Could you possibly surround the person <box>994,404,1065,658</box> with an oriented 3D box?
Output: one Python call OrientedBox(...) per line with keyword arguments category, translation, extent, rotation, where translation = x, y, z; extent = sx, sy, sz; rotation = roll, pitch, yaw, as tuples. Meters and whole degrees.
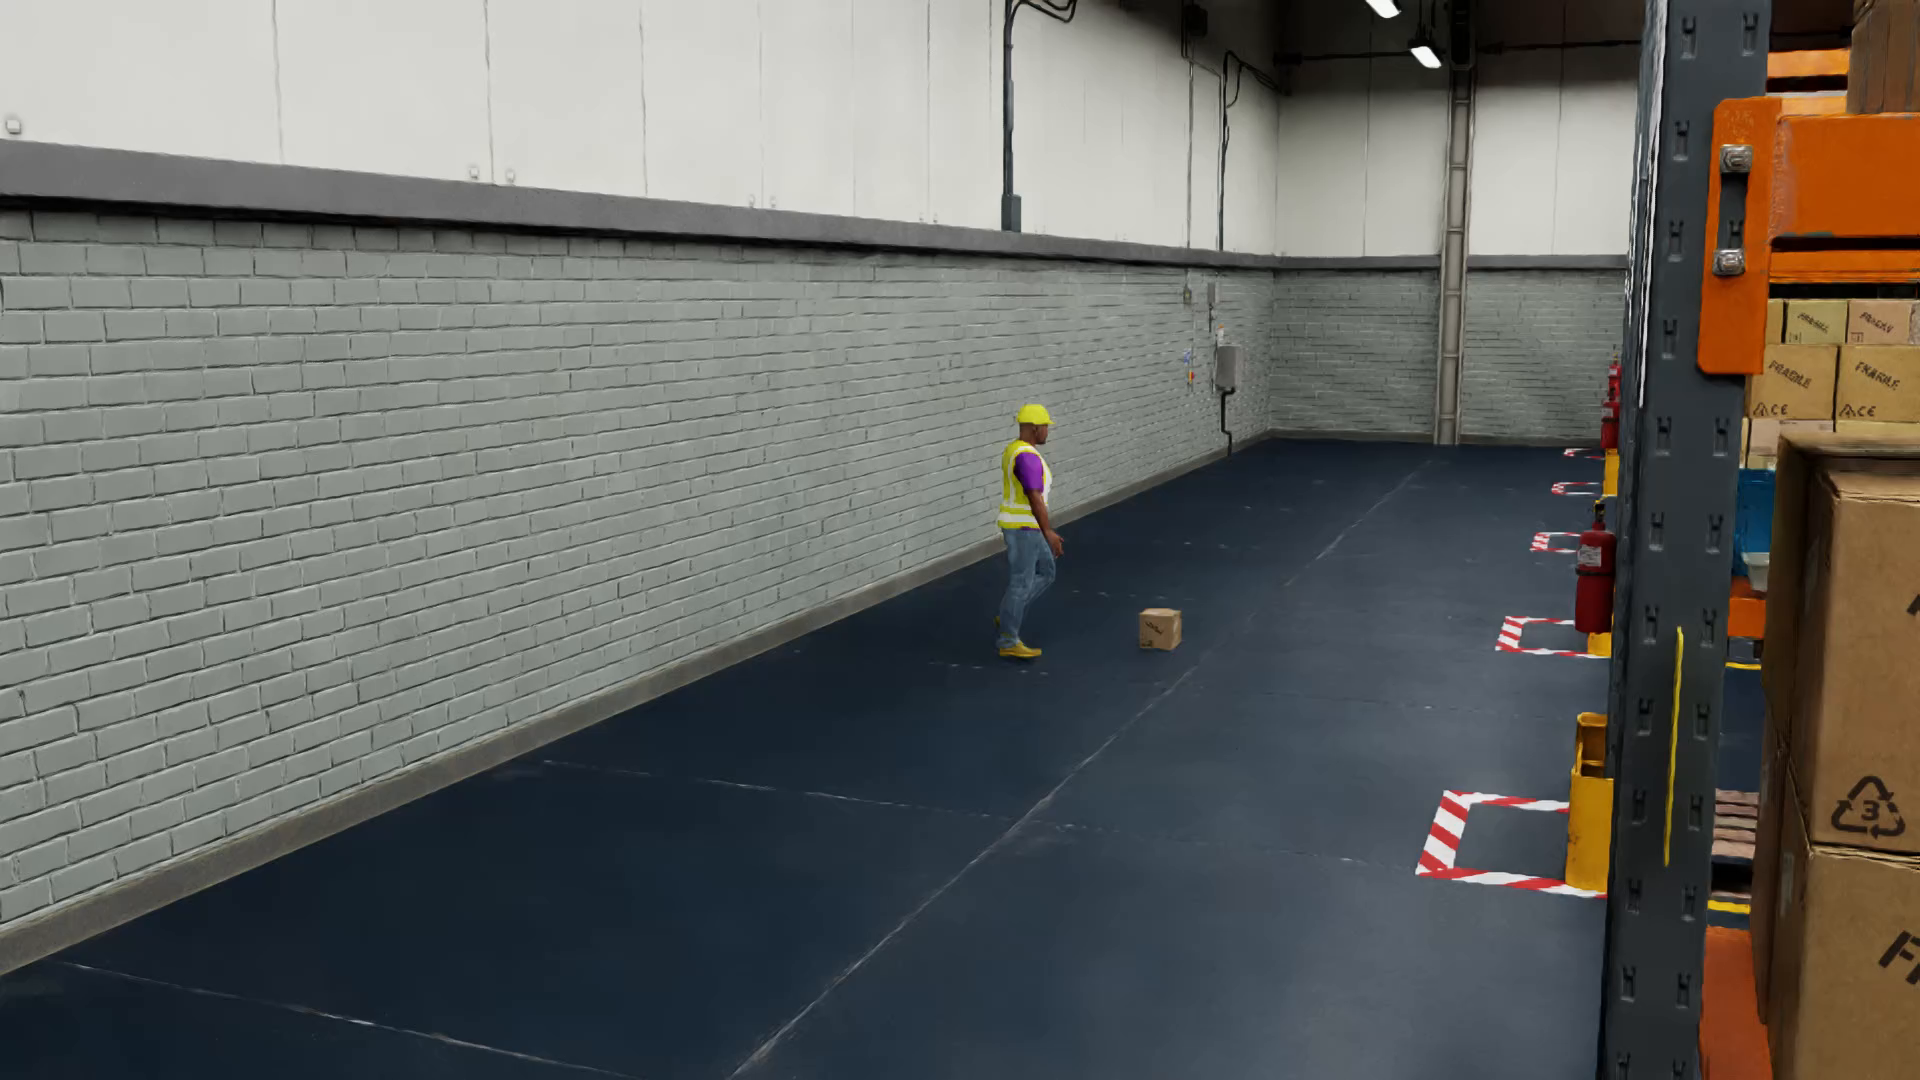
OrientedBox(category="person", translation=(0.464, -0.077, 11.655), extent=(0.471, 1.758, 0.728), rotation=(-1, 9, -7))
